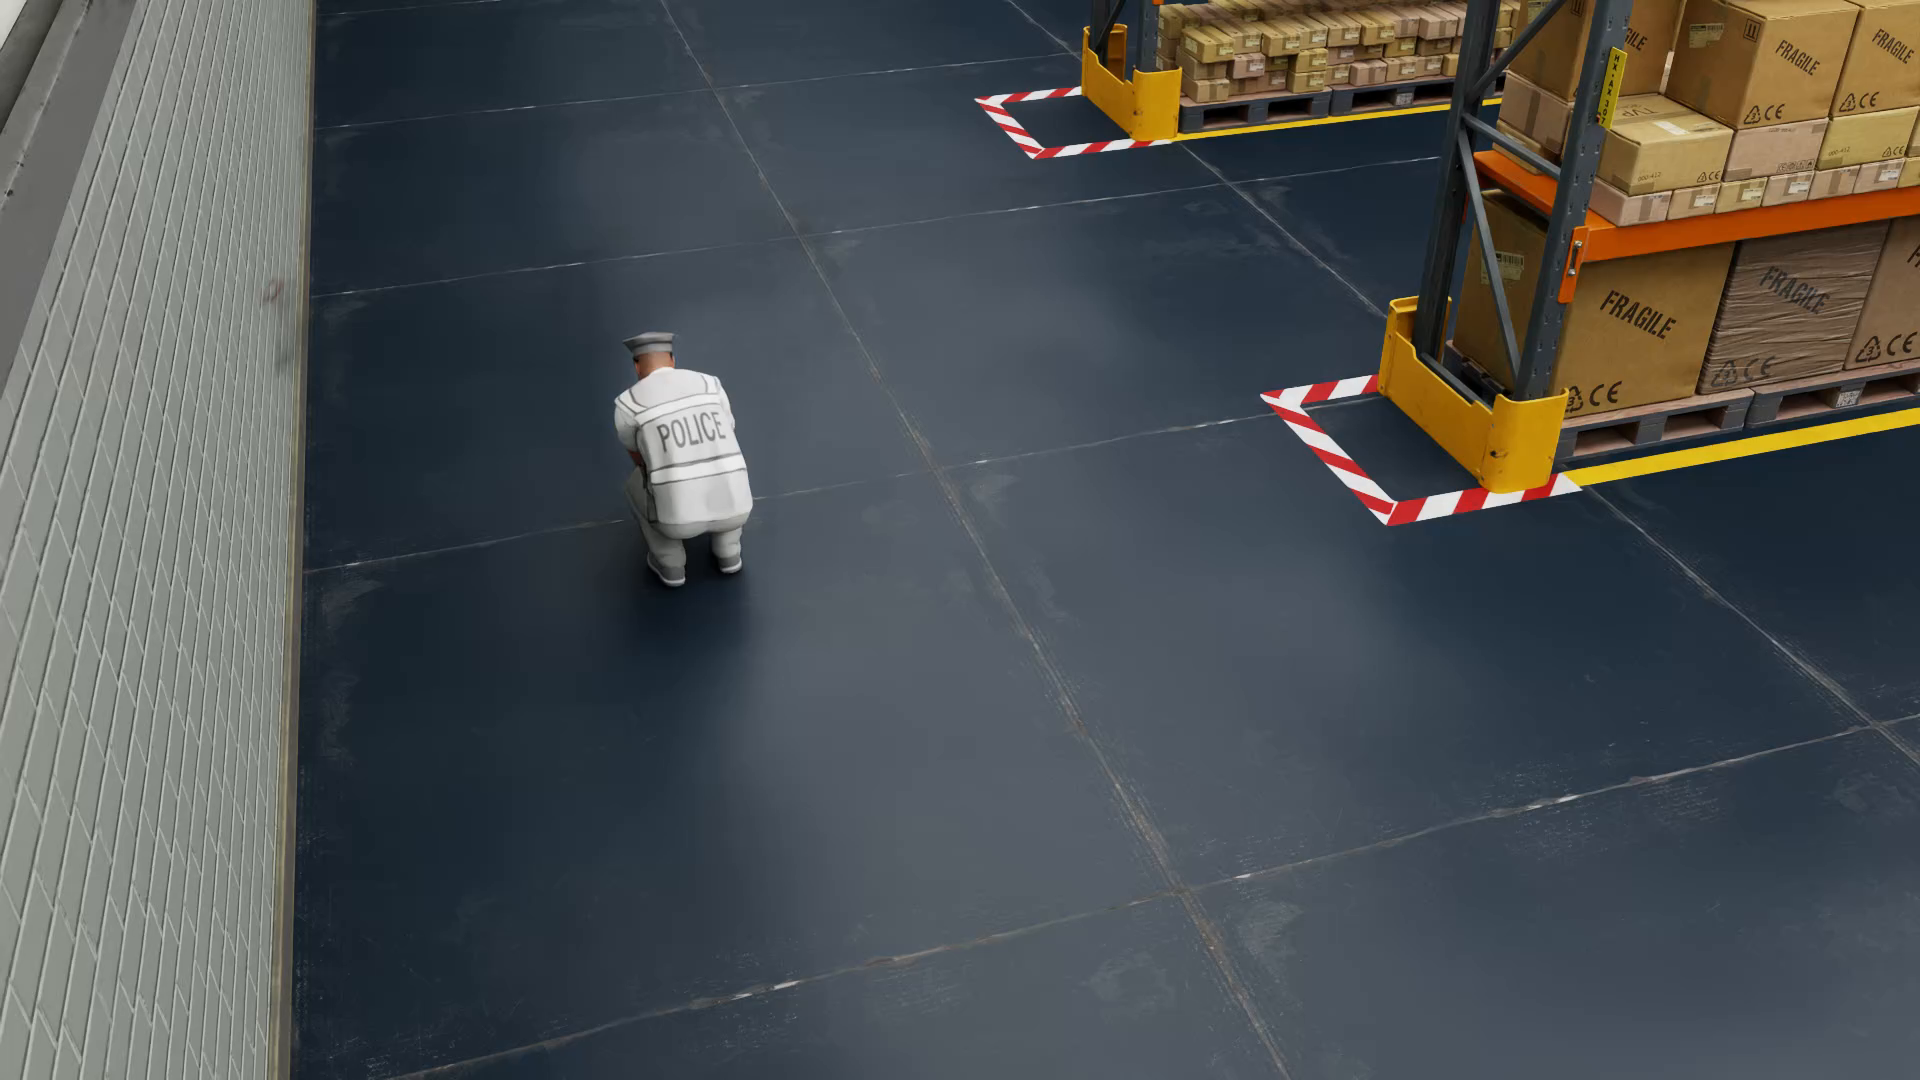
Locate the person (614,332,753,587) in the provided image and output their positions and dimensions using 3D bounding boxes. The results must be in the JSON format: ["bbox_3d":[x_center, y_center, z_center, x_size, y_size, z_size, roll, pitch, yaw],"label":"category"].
[{"bbox_3d":[-1.229,-0.368,7.369,0.537,1.012,0.908,-10,35,-15],"label":"person"}]
